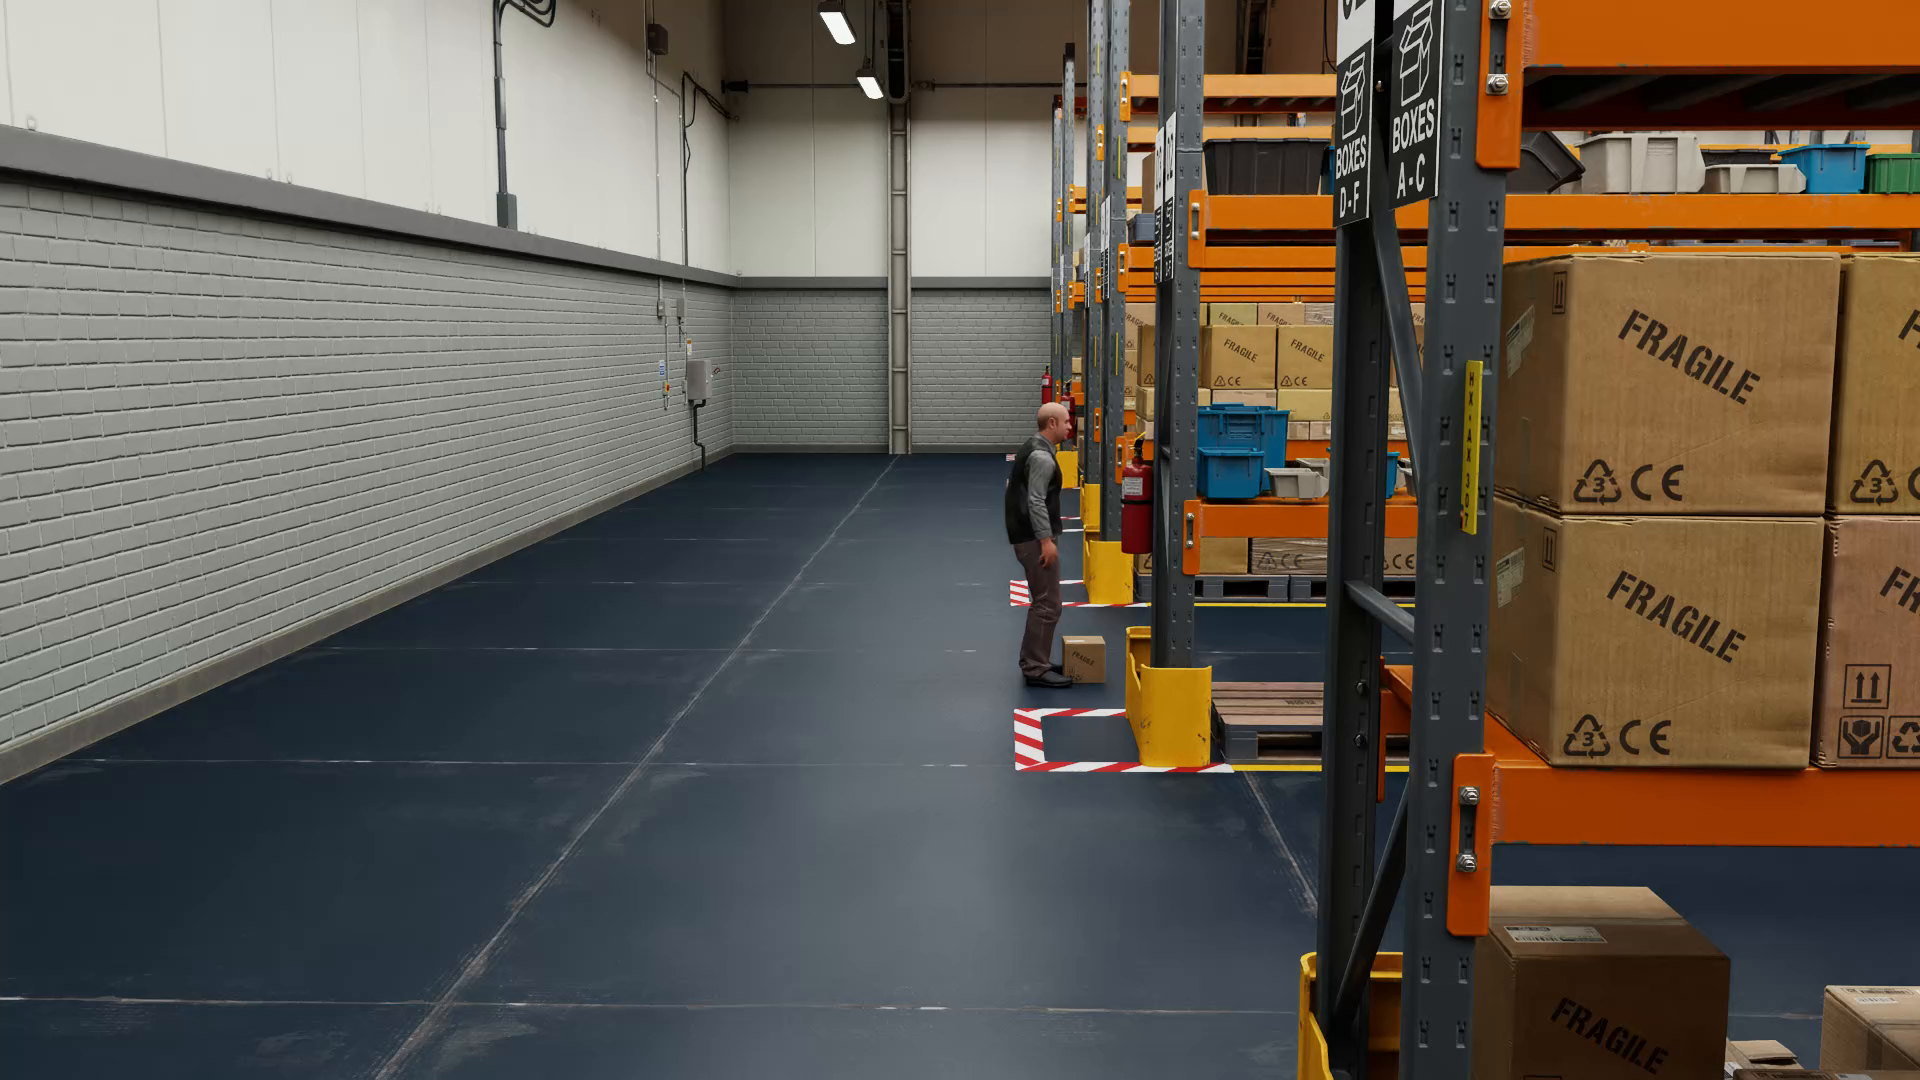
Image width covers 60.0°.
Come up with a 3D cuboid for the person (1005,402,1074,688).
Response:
[{"bbox_3d":[0.485,0.015,10.249,0.420,1.720,0.579,0,7,1],"label":"person"}]
